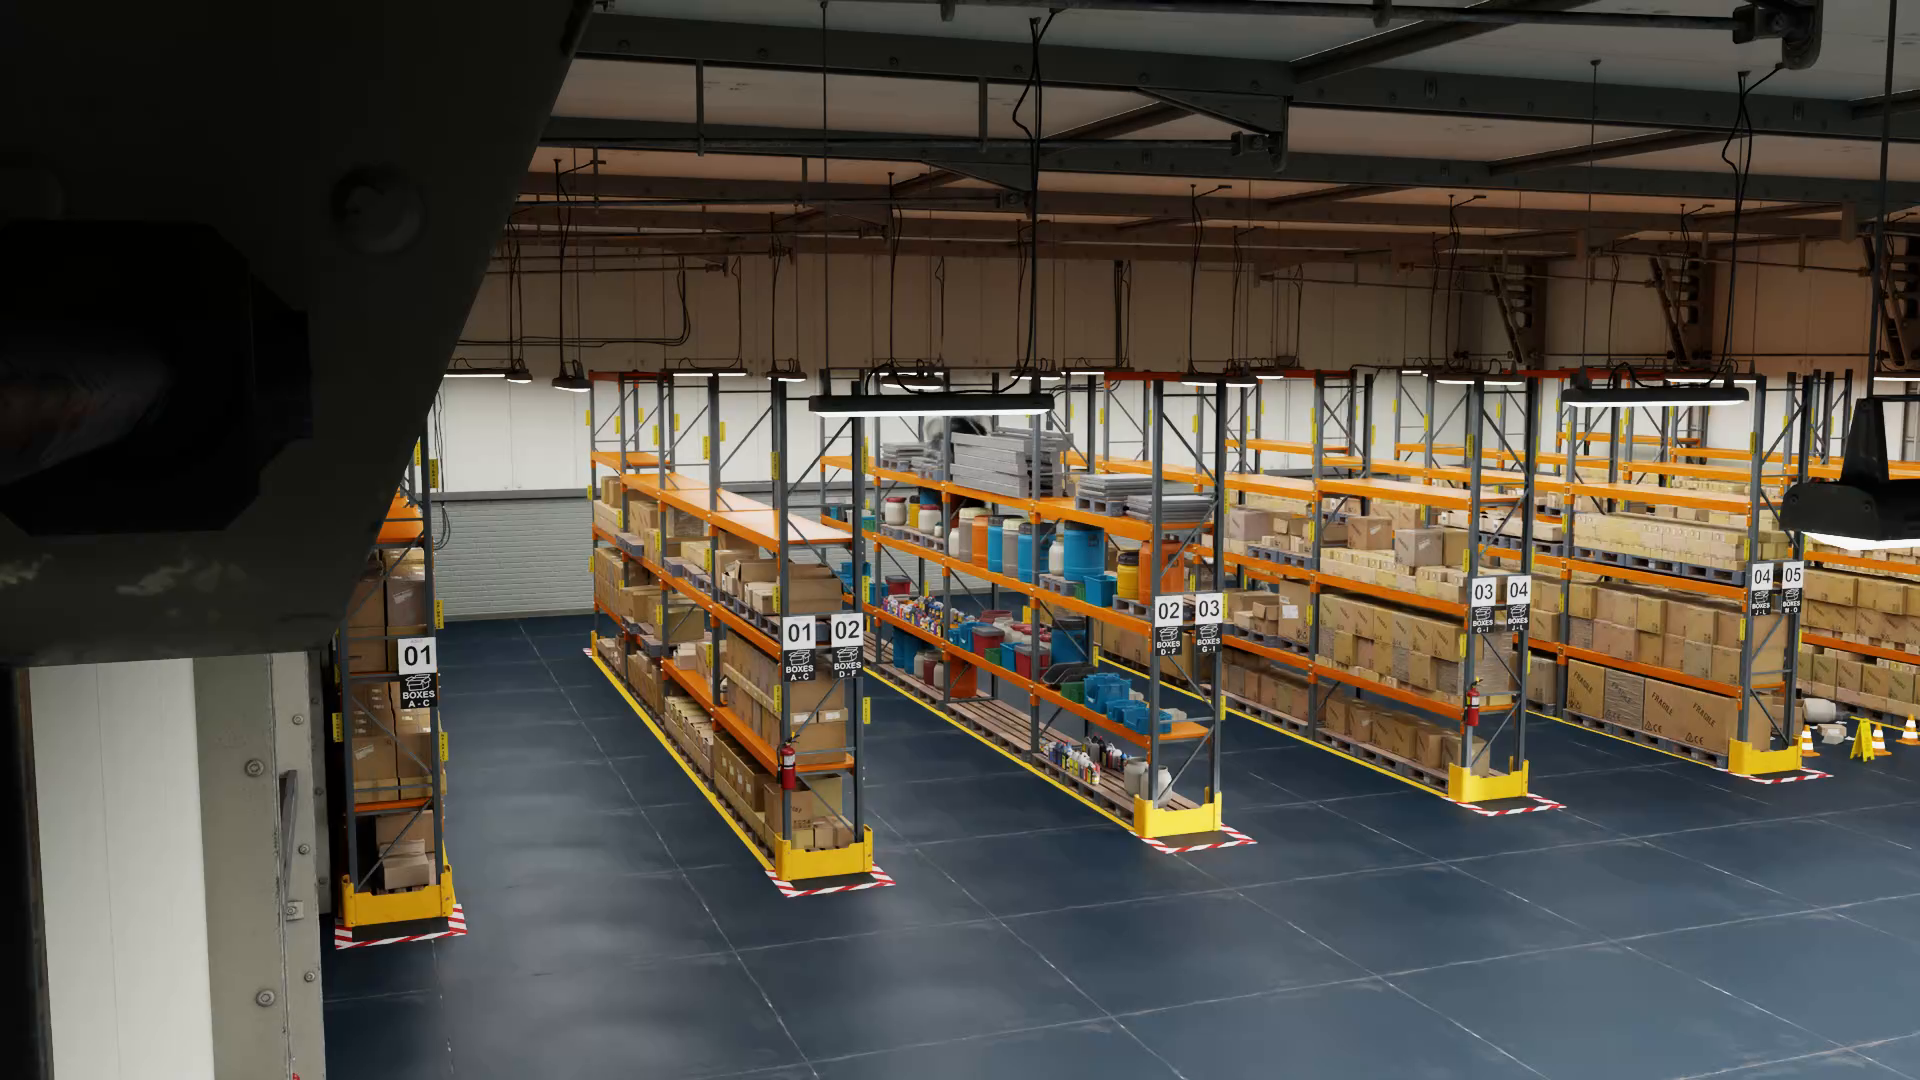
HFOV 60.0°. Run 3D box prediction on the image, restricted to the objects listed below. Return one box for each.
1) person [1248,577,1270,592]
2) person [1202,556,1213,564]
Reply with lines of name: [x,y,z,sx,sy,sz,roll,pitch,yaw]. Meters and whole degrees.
person: [7.581,0.702,42.171,0.645,1.669,0.520,-4,7,-30]
person: [6.151,0.959,41.445,0.430,1.553,0.703,-1,7,-12]
